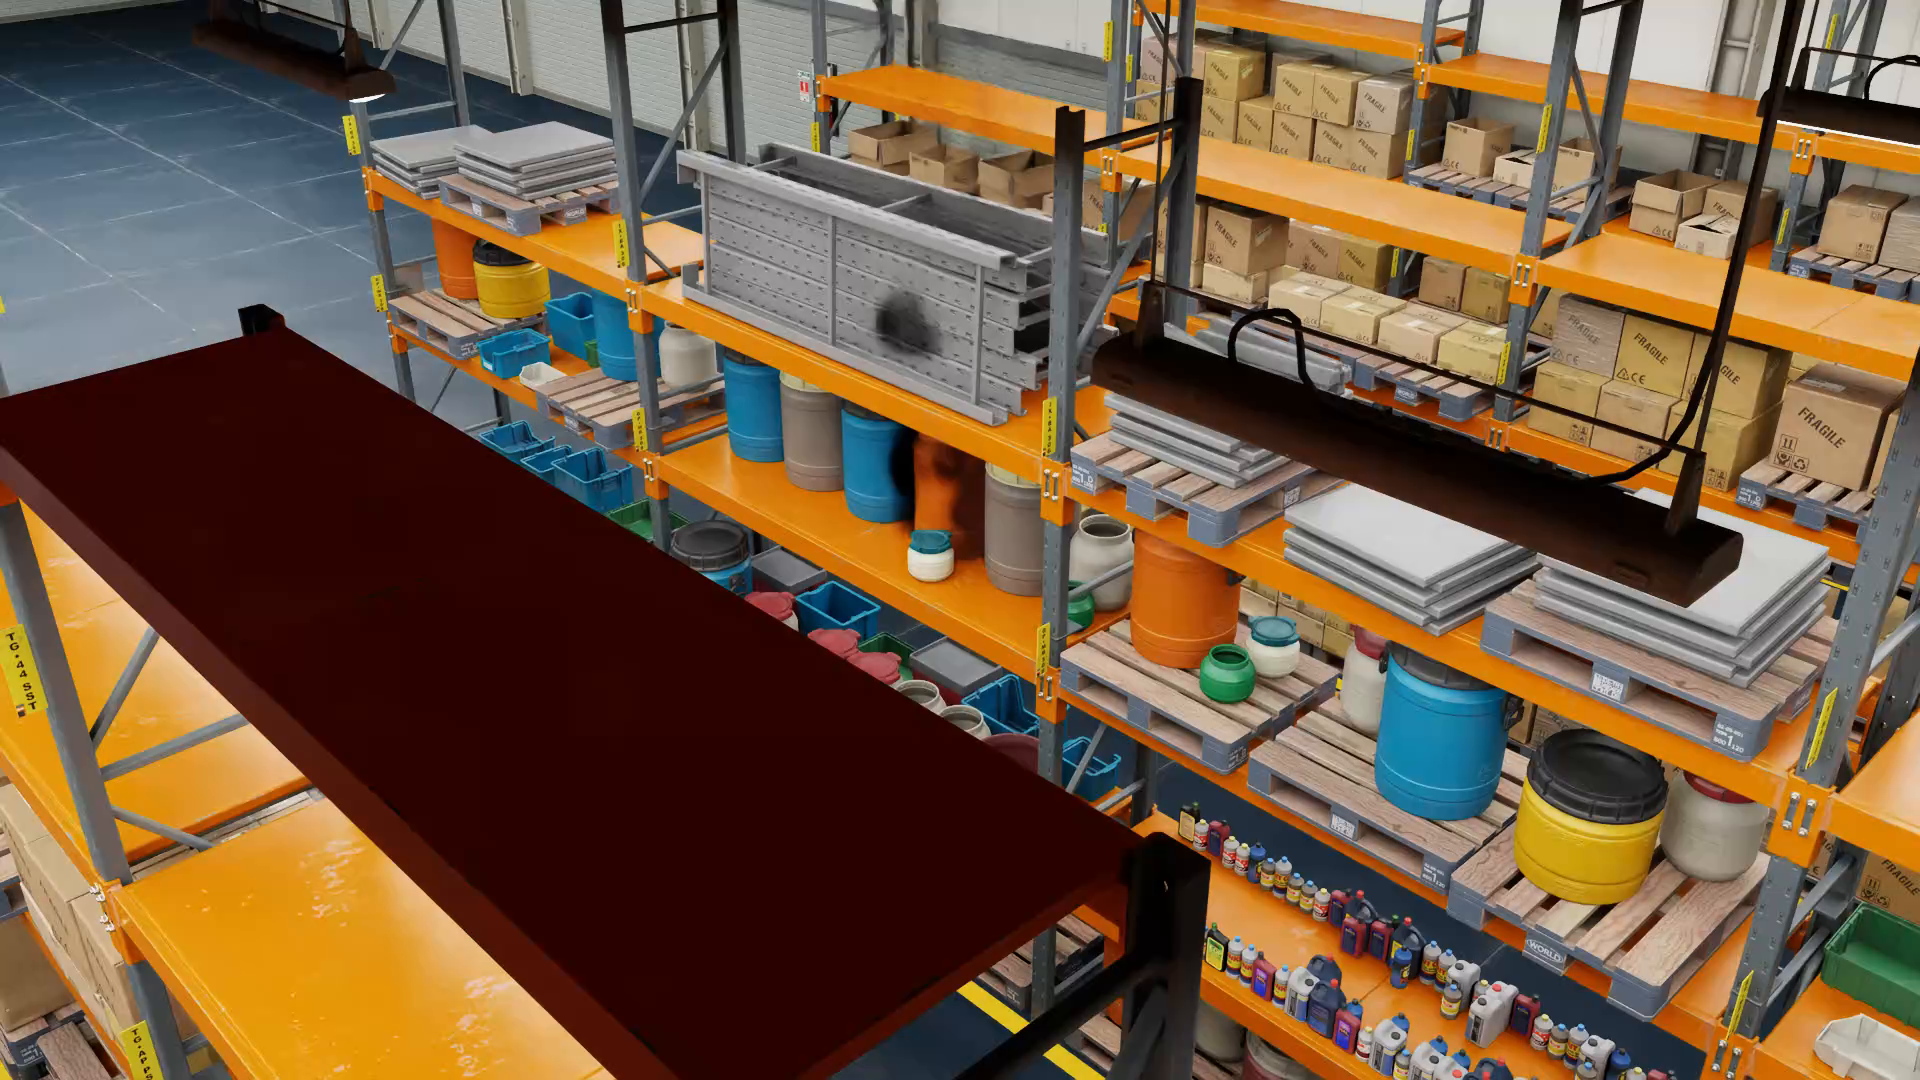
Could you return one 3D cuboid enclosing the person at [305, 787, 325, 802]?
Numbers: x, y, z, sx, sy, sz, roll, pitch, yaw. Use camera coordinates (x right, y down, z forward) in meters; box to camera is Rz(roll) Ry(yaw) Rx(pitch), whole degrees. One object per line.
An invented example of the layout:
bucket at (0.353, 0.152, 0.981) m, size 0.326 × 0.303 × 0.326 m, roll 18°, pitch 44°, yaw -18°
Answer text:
person at (-4.894, 1.414, 12.282) m, size 0.934 × 1.800 × 0.676 m, roll 22°, pitch 35°, yaw 34°
